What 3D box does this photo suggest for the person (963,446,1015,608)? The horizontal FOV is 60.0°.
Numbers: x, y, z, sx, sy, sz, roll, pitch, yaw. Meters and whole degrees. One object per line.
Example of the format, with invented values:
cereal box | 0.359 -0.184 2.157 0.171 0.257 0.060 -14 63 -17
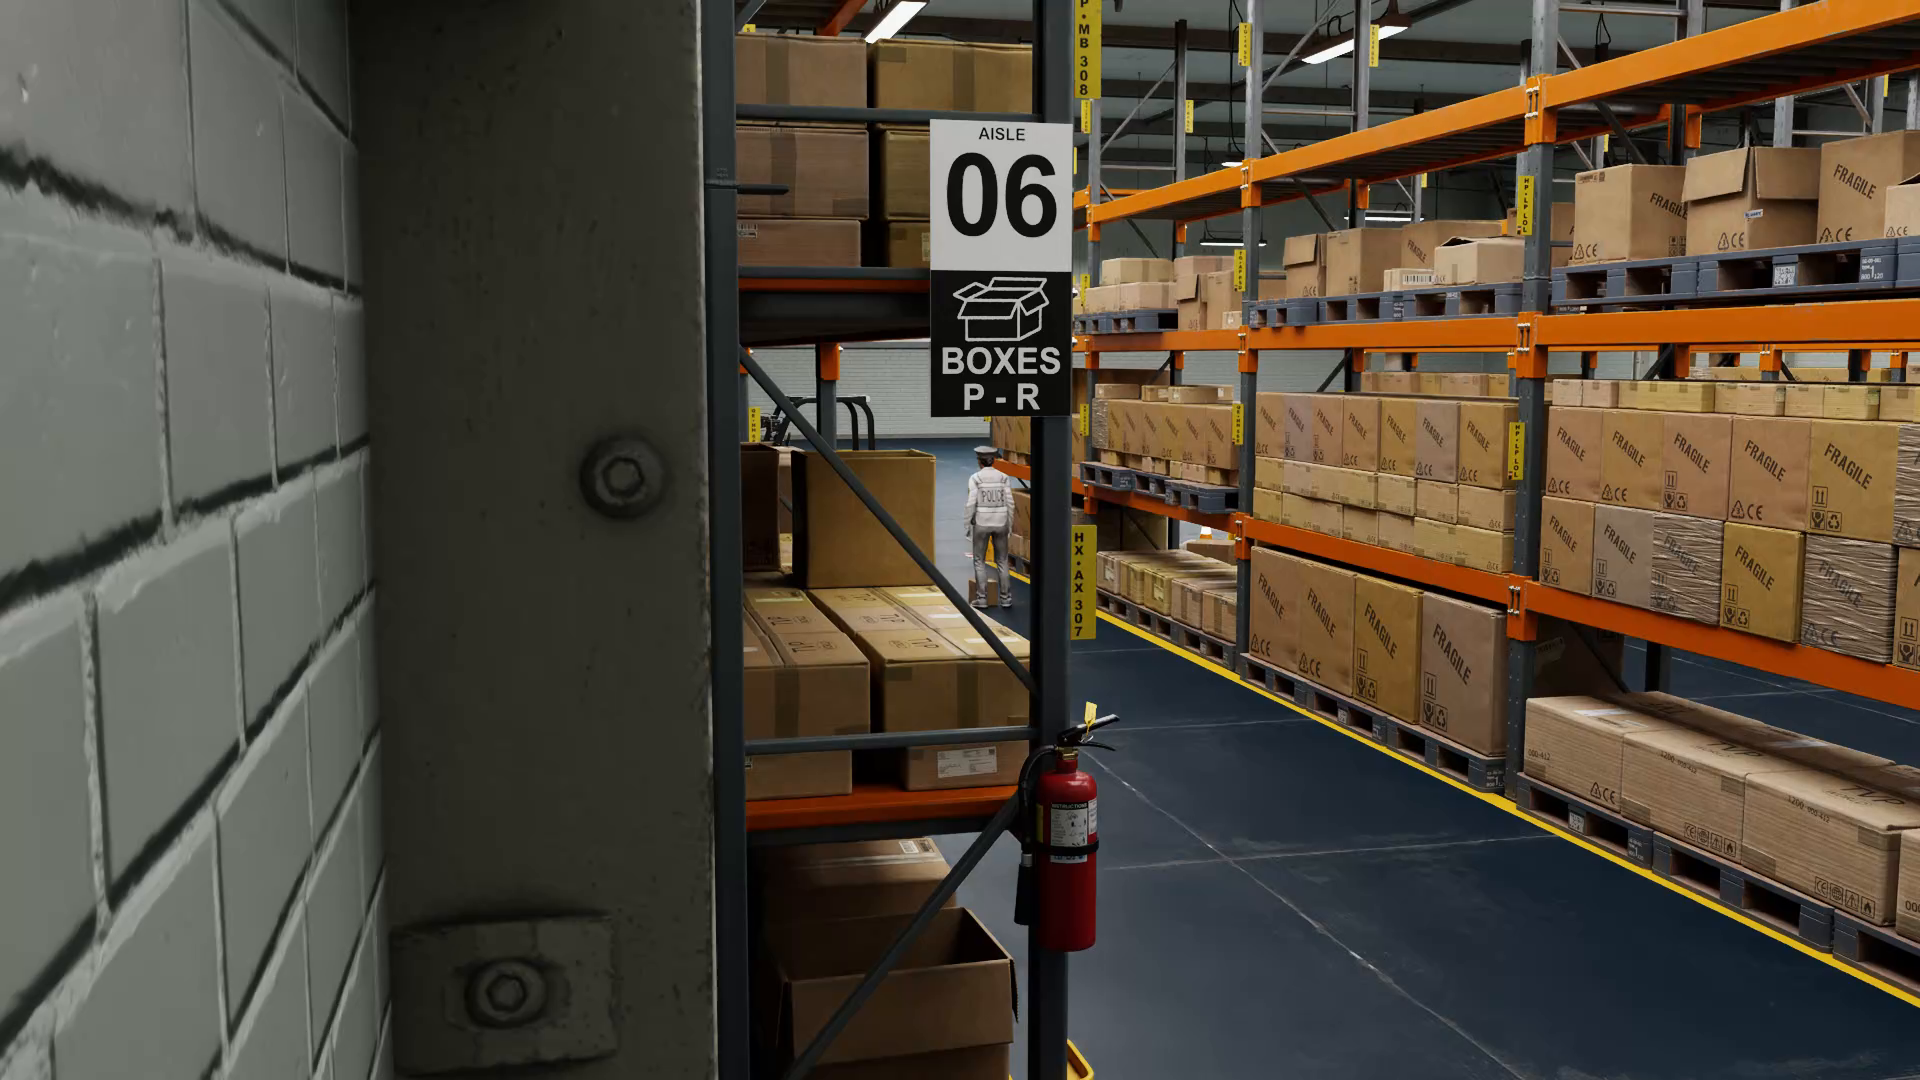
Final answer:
person | 0.301 -0.130 17.145 0.547 1.667 0.369 -2 7 -17
